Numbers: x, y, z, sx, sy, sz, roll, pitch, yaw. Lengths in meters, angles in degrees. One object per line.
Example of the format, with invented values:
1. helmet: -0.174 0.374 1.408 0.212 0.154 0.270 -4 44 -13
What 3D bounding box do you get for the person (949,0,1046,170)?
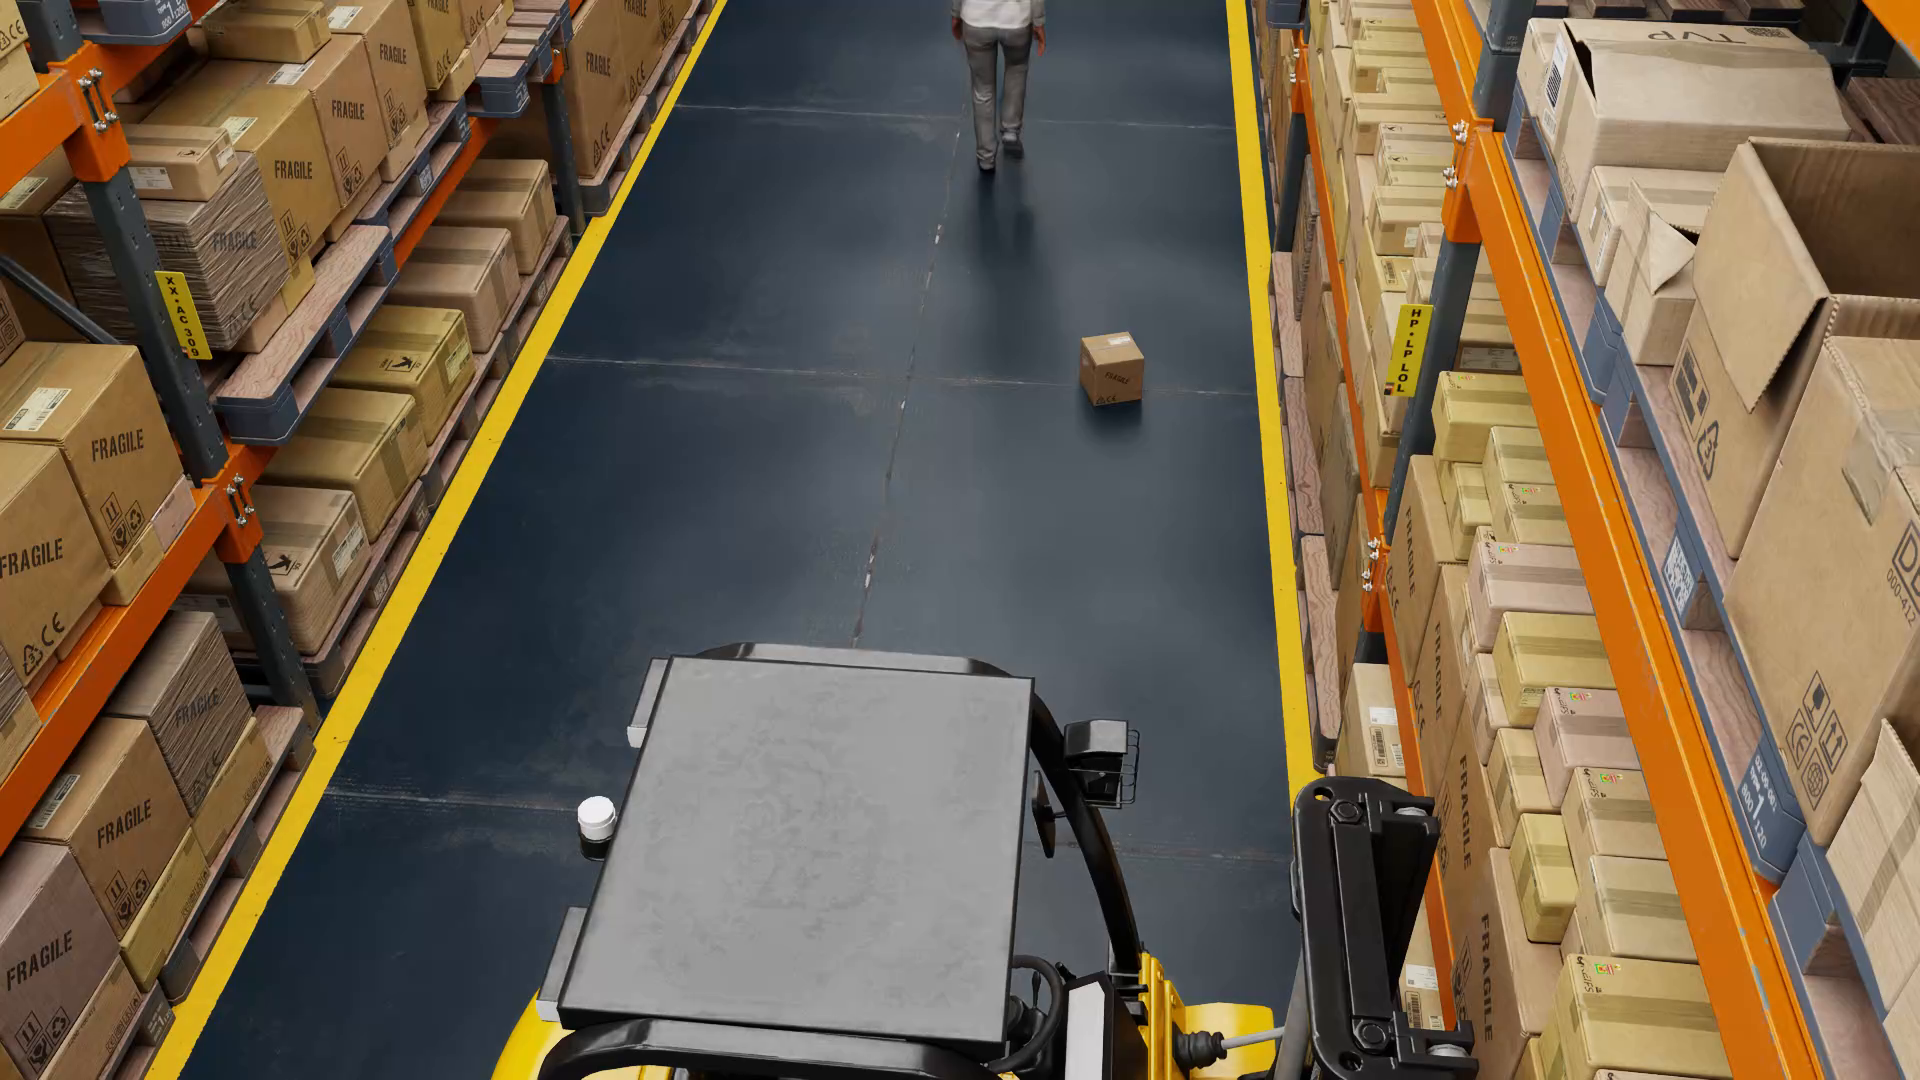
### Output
1. person: 0.213 -3.065 9.822 0.567 1.817 0.515 -2 40 -3
